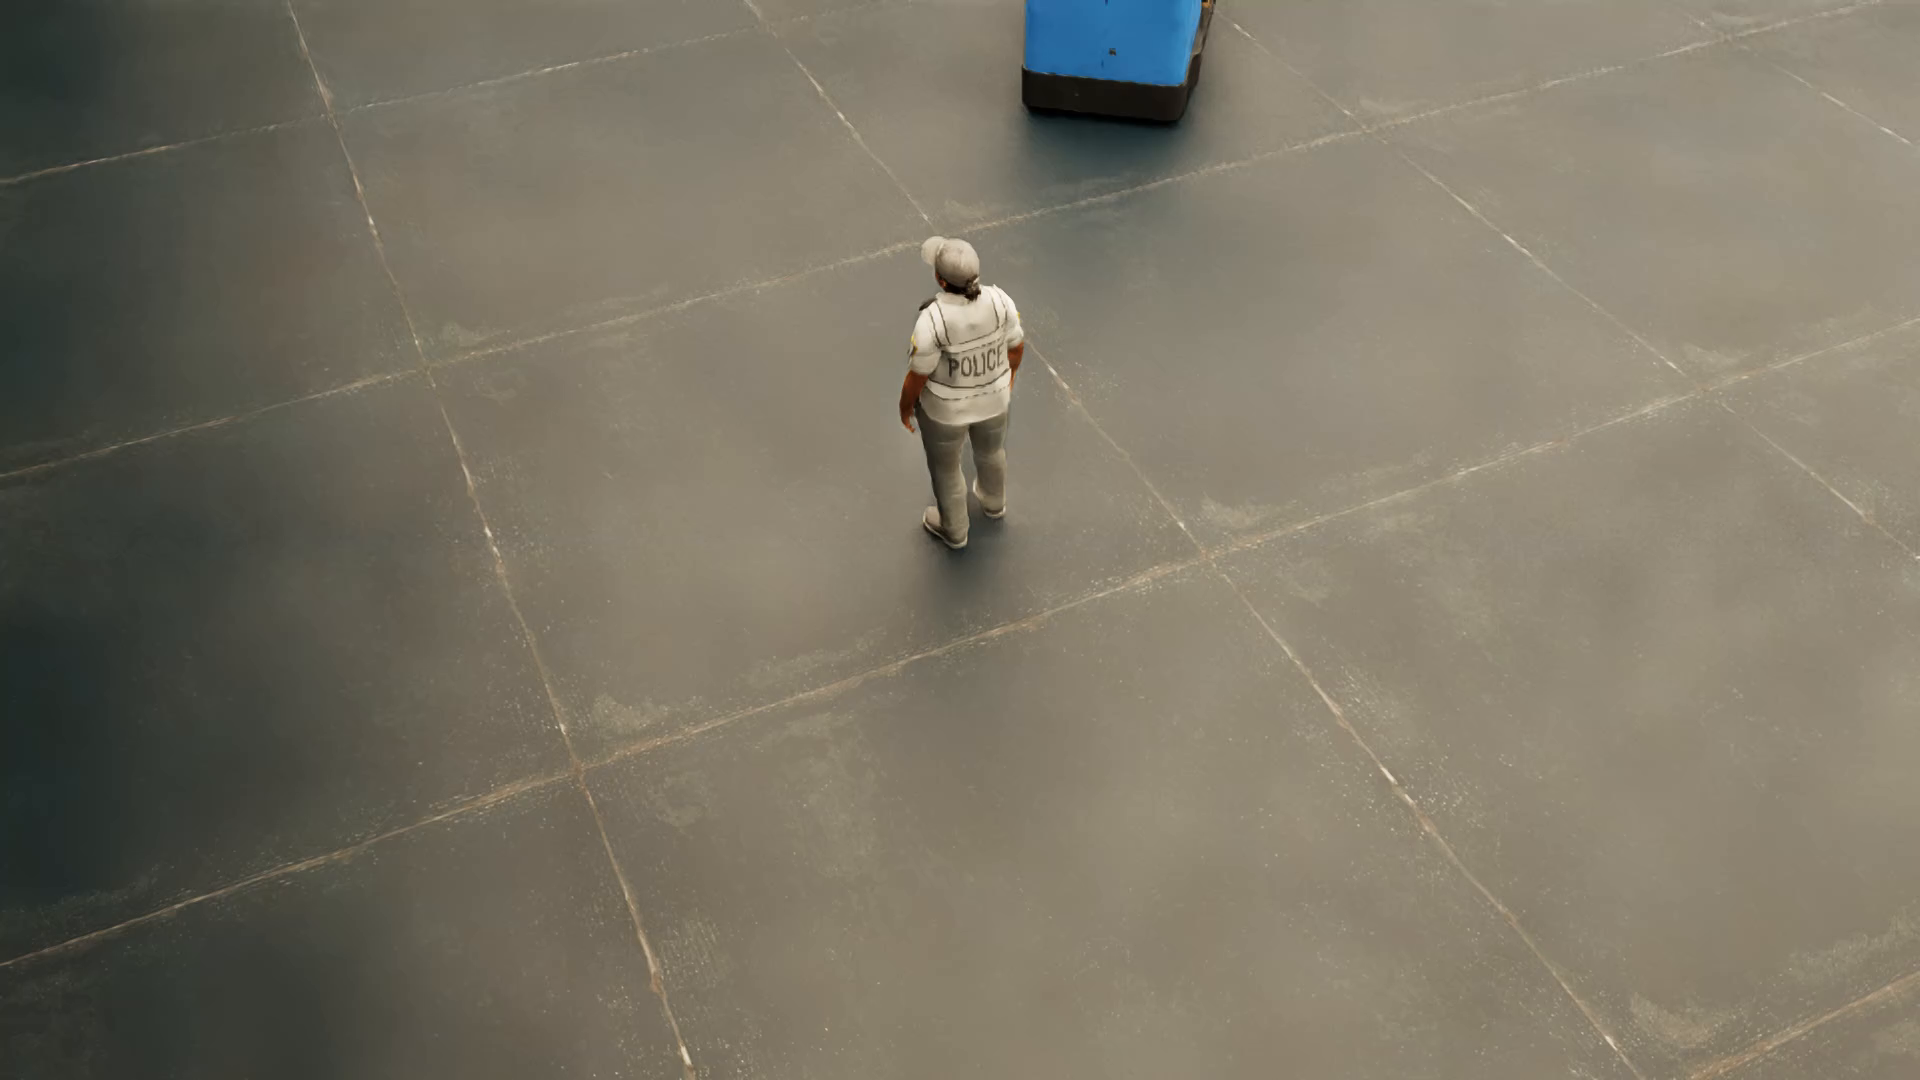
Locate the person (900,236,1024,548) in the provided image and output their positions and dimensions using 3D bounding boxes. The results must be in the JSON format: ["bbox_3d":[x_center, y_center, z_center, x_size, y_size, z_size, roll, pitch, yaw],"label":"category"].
[{"bbox_3d":[-0.012,-0.669,7.312,0.598,1.669,0.529,-18,46,-18],"label":"person"}]

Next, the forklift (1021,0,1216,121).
[{"bbox_3d":[1.215,-4.758,10.779,1.130,2.935,3.031,8,44,9],"label":"forklift"}]
